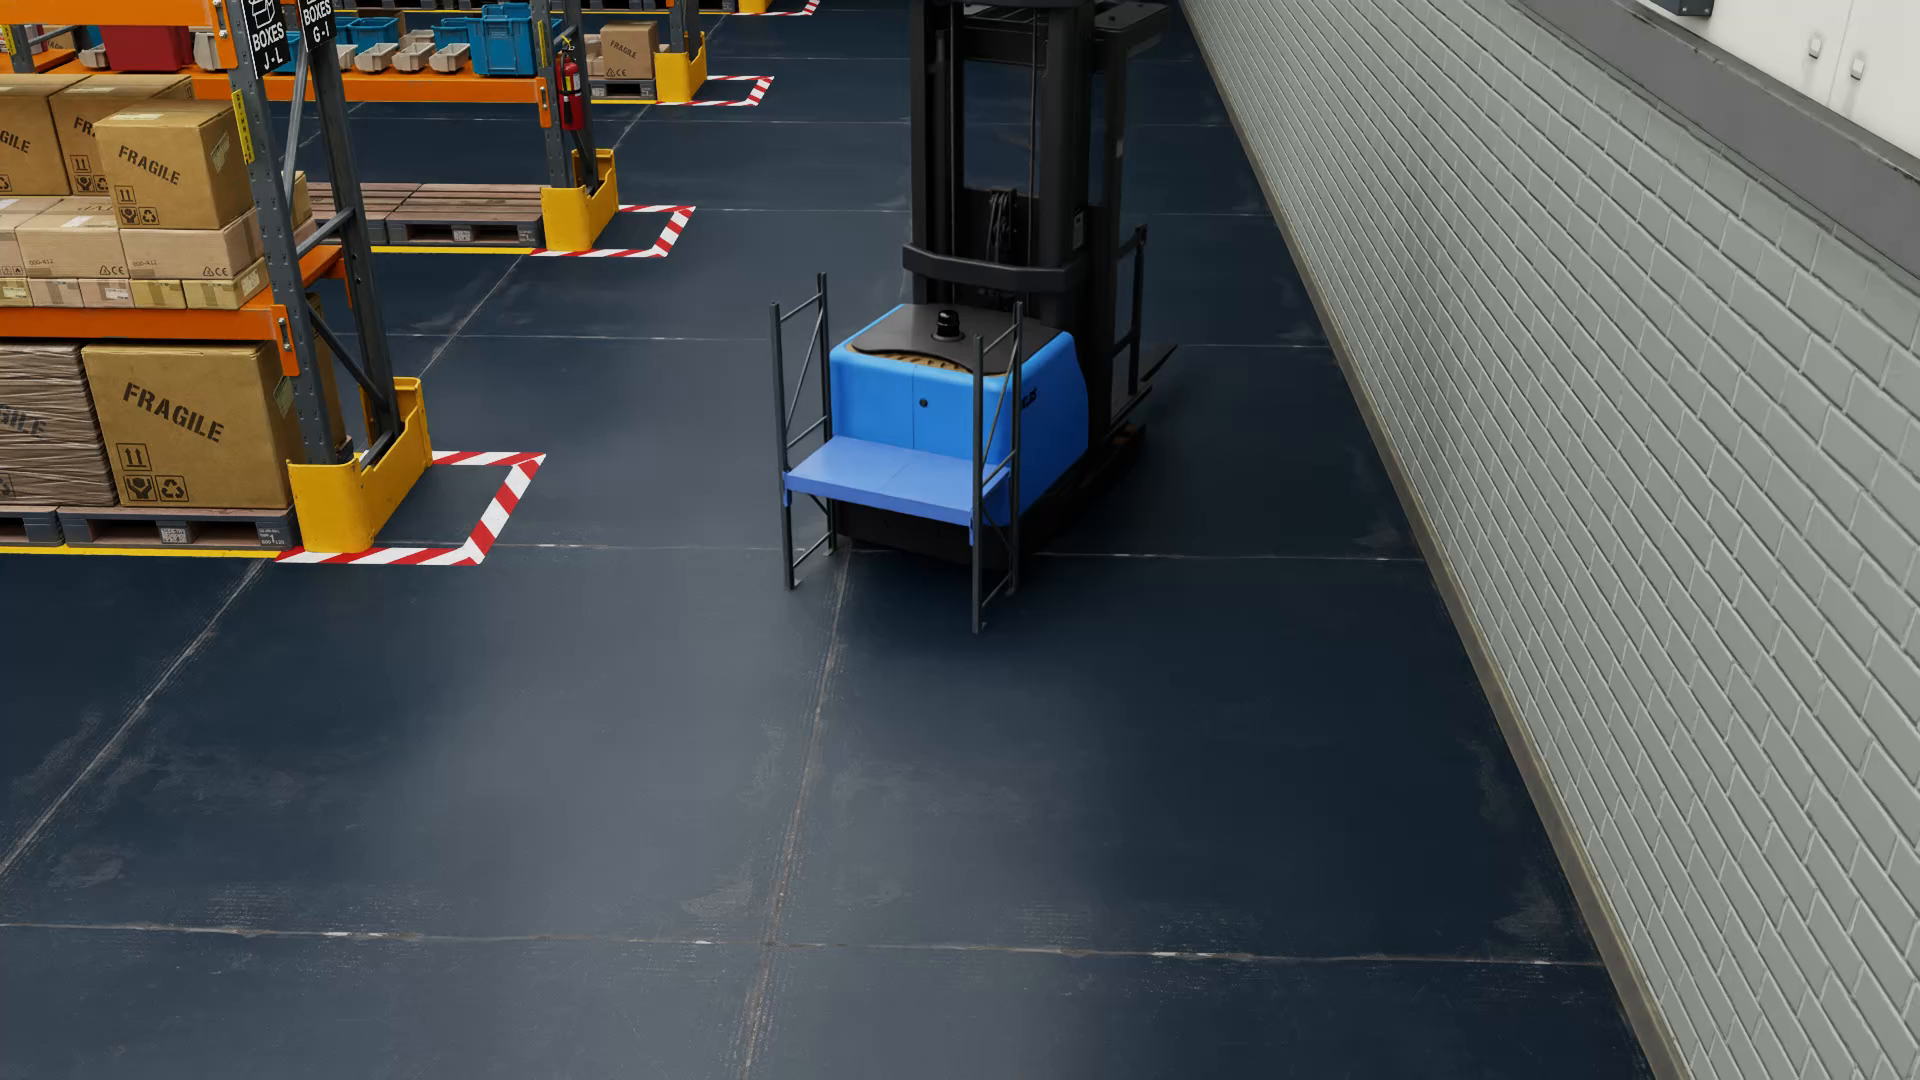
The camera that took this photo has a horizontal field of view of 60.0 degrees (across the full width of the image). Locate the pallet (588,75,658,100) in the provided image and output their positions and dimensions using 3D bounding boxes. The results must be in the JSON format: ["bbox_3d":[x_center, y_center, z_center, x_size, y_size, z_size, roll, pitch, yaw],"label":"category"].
[{"bbox_3d":[-3.774,-4.950,17.863,1.213,0.211,1.003,1,28,2],"label":"pallet"}]

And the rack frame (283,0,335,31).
[{"bbox_3d":[-6.899,-6.235,17.309,0.127,3.000,1.000,1,28,2],"label":"rack frame"}]

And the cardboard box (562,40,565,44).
[{"bbox_3d":[-4.434,-5.306,18.023,0.500,0.250,0.500,1,28,2],"label":"cardboard box"}]

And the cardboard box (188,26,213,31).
[{"bbox_3d":[-7.896,-5.211,17.576,0.500,0.500,0.500,1,28,2],"label":"cardboard box"}]

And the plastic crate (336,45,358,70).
[{"bbox_3d":[-4.766,-3.690,12.725,0.250,0.136,0.298,1,28,2],"label":"plastic crate"}]

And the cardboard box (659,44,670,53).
[{"bbox_3d":[-3.308,-5.271,18.065,0.250,0.149,0.380,1,28,2],"label":"cardboard box"}]

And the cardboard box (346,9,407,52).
[{"bbox_3d":[-6.319,-5.448,18.024,0.500,0.500,0.500,1,28,2],"label":"cardboard box"}]

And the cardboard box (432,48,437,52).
[{"bbox_3d":[-5.570,-5.352,18.045,0.500,0.311,0.500,1,28,2],"label":"cardboard box"}]

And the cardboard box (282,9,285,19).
[{"bbox_3d":[-7.374,-5.447,18.021,0.500,0.500,0.500,0,28,-1],"label":"cardboard box"}]

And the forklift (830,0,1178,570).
[{"bbox_3d":[0.432,-1.806,9.028,1.130,2.935,3.031,13,31,23],"label":"forklift"}]

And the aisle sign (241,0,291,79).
[{"bbox_3d":[-3.193,-2.539,7.561,0.004,0.787,0.394,1,28,2],"label":"aisle sign"}]

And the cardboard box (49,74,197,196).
[{"bbox_3d":[-4.225,-2.071,8.496,0.500,0.500,0.500,0,28,1],"label":"cardboard box"}]

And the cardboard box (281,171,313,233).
[{"bbox_3d":[-3.725,-1.731,8.656,0.500,0.250,0.500,0,28,0],"label":"cardboard box"}]

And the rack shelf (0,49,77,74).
[{"bbox_3d":[-9.076,-3.631,13.166,4.000,0.370,1.077,1,28,2],"label":"rack shelf"}]

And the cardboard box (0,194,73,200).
[{"bbox_3d":[-4.747,-1.747,8.685,0.500,0.250,0.500,0,28,0],"label":"cardboard box"}]

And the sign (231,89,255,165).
[{"bbox_3d":[-3.288,-1.894,7.631,0.005,0.325,0.100,1,28,2],"label":"sign"}]

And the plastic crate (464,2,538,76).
[{"bbox_3d":[-3.421,-3.810,12.633,0.499,0.435,0.616,1,28,2],"label":"plastic crate"}]

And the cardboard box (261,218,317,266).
[{"bbox_3d":[-3.598,-1.581,8.798,0.250,0.149,0.380,1,28,2],"label":"cardboard box"}]

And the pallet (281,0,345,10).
[{"bbox_3d":[-8.724,-7.318,22.329,1.213,0.211,1.003,1,28,2],"label":"pallet"}]

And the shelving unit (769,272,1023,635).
[{"bbox_3d":[-0.291,-0.418,7.937,1.048,1.500,0.538,12,30,21],"label":"shelving unit"}]

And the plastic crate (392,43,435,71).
[{"bbox_3d":[-4.190,-3.700,12.745,0.243,0.136,0.396,1,28,2],"label":"plastic crate"}]

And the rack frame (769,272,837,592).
[{"bbox_3d":[-0.755,-0.515,8.120,0.032,1.500,0.500,12,30,21],"label":"rack frame"}]

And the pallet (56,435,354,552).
[{"bbox_3d":[-4.057,-0.276,9.046,1.213,0.211,1.003,1,28,2],"label":"pallet"}]

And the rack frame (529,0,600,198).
[{"bbox_3d":[-3.080,-3.850,12.810,0.127,3.000,1.000,1,28,2],"label":"rack frame"}]

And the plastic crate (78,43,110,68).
[{"bbox_3d":[-6.617,-3.752,12.842,0.243,0.136,0.396,1,28,2],"label":"plastic crate"}]

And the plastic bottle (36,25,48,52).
[{"bbox_3d":[-7.429,-4.070,13.350,0.133,0.283,0.061,1,28,2],"label":"plastic bottle"}]

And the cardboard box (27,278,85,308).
[{"bbox_3d":[-4.383,-1.285,8.240,0.250,0.149,0.380,1,28,3],"label":"cardboard box"}]

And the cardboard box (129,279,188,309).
[{"bbox_3d":[-3.882,-1.276,8.223,0.250,0.149,0.380,1,28,2],"label":"cardboard box"}]

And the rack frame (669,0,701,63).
[{"bbox_3d":[-2.901,-6.169,17.184,0.127,3.000,1.000,1,28,2],"label":"rack frame"}]

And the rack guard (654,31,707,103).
[{"bbox_3d":[-2.977,-5.065,17.772,0.348,0.500,1.175,1,28,2],"label":"rack guard"}]

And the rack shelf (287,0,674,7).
[{"bbox_3d":[-4.900,-5.884,17.415,4.000,0.370,1.077,1,28,2],"label":"rack shelf"}]

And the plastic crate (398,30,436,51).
[{"bbox_3d":[-4.311,-3.973,13.261,0.298,0.136,0.250,1,28,2],"label":"plastic crate"}]

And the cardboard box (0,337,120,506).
[{"bbox_3d":[-4.807,-0.767,8.814,0.875,0.875,0.875,1,28,2],"label":"cardboard box"}]

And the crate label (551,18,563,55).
[{"bbox_3d":[-3.315,-3.961,13.134,0.303,0.233,0.416,1,28,2],"label":"crate label"}]

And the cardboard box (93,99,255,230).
[{"bbox_3d":[-3.751,-1.813,8.010,0.500,0.500,0.500,1,28,2],"label":"cardboard box"}]

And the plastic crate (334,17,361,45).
[{"bbox_3d":[-4.931,-3.987,13.184,0.300,0.233,0.416,1,28,2],"label":"plastic crate"}]

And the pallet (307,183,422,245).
[{"bbox_3d":[-5.119,-2.671,13.564,1.213,0.211,1.003,1,28,2],"label":"pallet"}]

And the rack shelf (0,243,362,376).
[{"bbox_3d":[-5.253,-1.247,8.668,4.000,0.370,1.077,1,28,2],"label":"rack shelf"}]

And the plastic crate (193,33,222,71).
[{"bbox_3d":[-5.558,-3.779,12.738,0.530,0.282,0.437,1,28,2],"label":"plastic crate"}]

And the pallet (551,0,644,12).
[{"bbox_3d":[-4.748,-7.253,22.207,1.213,0.211,1.003,1,28,2],"label":"pallet"}]

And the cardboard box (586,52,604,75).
[{"bbox_3d":[-3.855,-5.054,17.636,0.250,0.166,0.380,1,28,2],"label":"cardboard box"}]

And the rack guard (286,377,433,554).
[{"bbox_3d":[-3.231,-0.427,9.021,0.348,0.500,1.175,1,28,2],"label":"rack guard"}]

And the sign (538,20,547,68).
[{"bbox_3d":[-3.083,-3.664,12.286,0.005,0.325,0.100,1,28,2],"label":"sign"}]

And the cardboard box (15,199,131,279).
[{"bbox_3d":[-4.255,-1.489,8.199,0.500,0.250,0.500,0,28,1],"label":"cardboard box"}]
